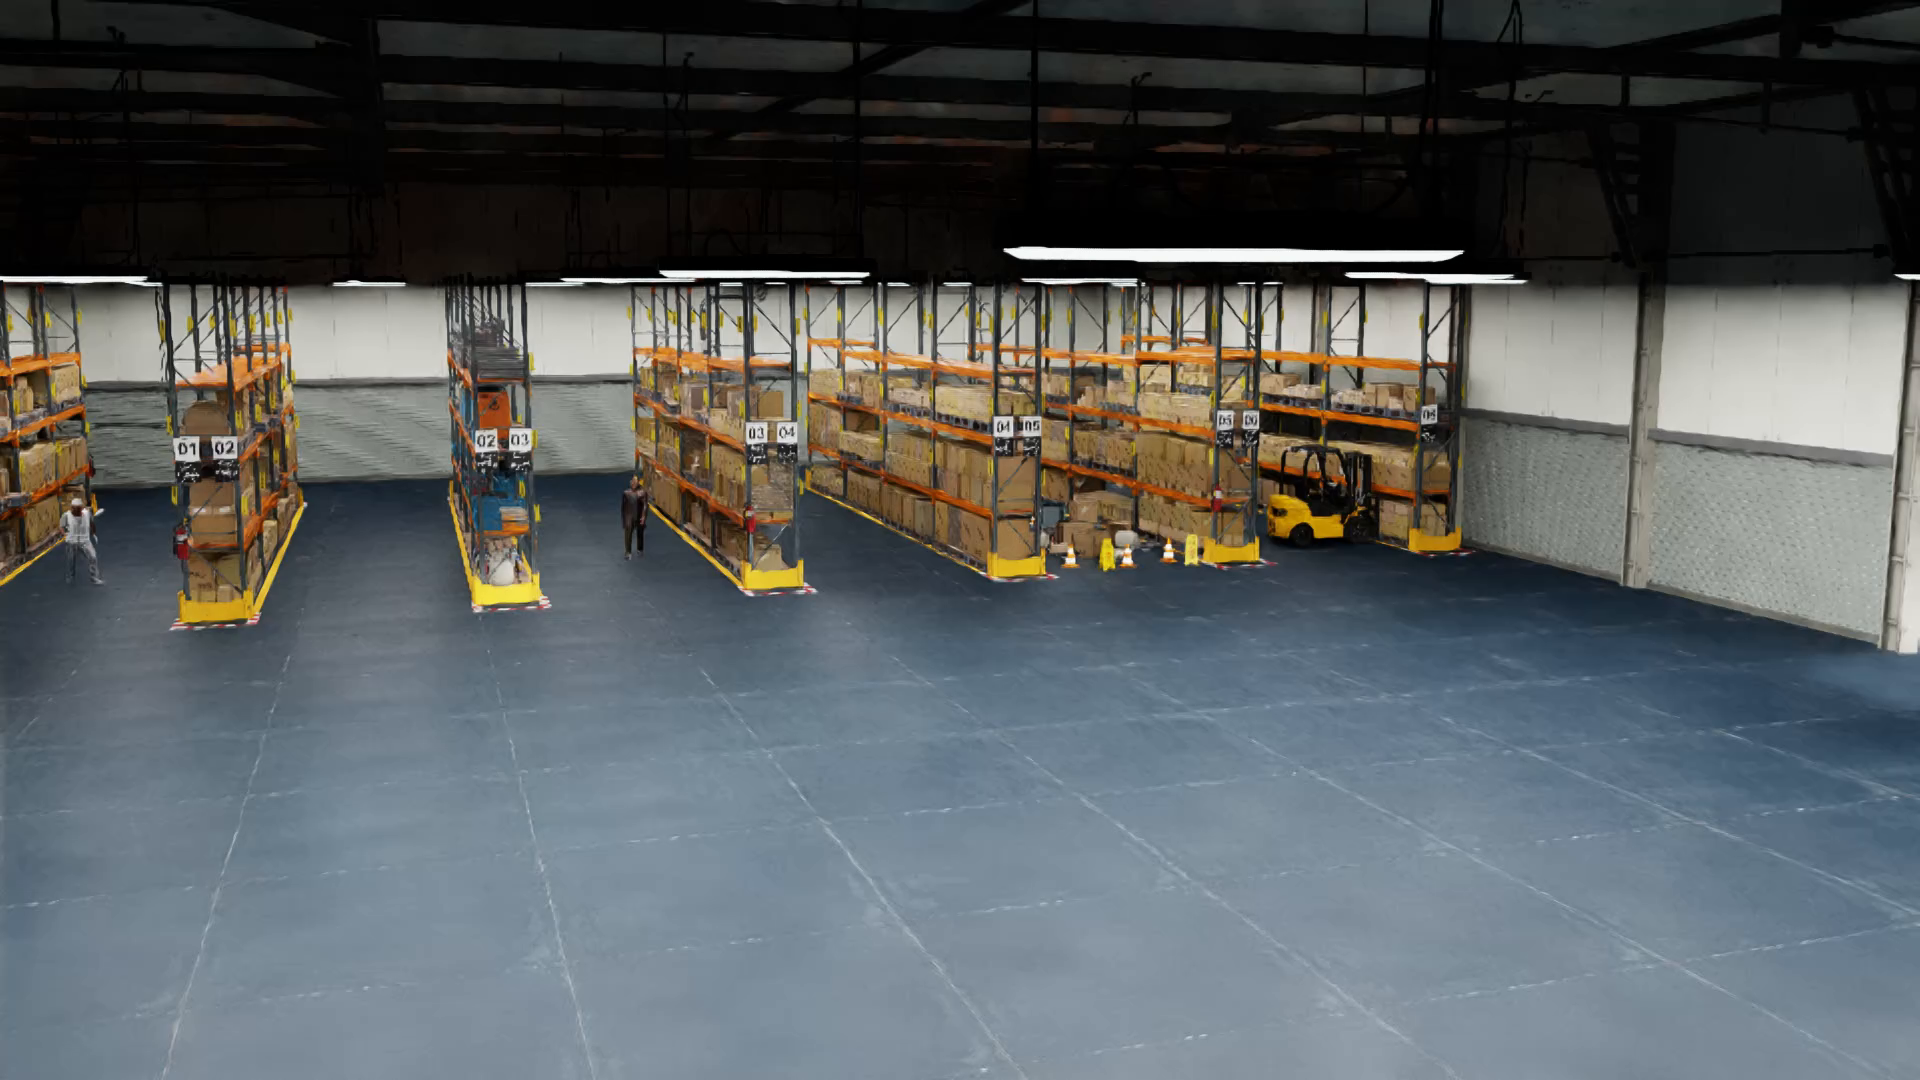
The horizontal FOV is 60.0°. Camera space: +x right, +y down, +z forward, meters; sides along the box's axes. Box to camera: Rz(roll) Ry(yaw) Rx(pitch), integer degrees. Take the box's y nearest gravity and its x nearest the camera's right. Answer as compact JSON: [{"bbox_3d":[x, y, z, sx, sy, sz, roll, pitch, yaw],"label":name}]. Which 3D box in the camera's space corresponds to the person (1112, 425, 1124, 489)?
[{"bbox_3d":[4.592,-2.397,48.000,0.401,1.826,0.587,0,9,-1],"label":"person"}]

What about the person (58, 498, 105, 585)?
[{"bbox_3d":[-17.079,0.016,32.242,0.701,1.717,0.849,-6,10,-34],"label":"person"}]

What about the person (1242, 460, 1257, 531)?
[{"bbox_3d":[6.811,-1.077,39.596,0.551,1.665,0.573,2,9,11],"label":"person"}]

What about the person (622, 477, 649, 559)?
[{"bbox_3d":[-6.930,-0.488,35.482,0.576,1.712,1.087,-1,9,-9],"label":"person"}]
